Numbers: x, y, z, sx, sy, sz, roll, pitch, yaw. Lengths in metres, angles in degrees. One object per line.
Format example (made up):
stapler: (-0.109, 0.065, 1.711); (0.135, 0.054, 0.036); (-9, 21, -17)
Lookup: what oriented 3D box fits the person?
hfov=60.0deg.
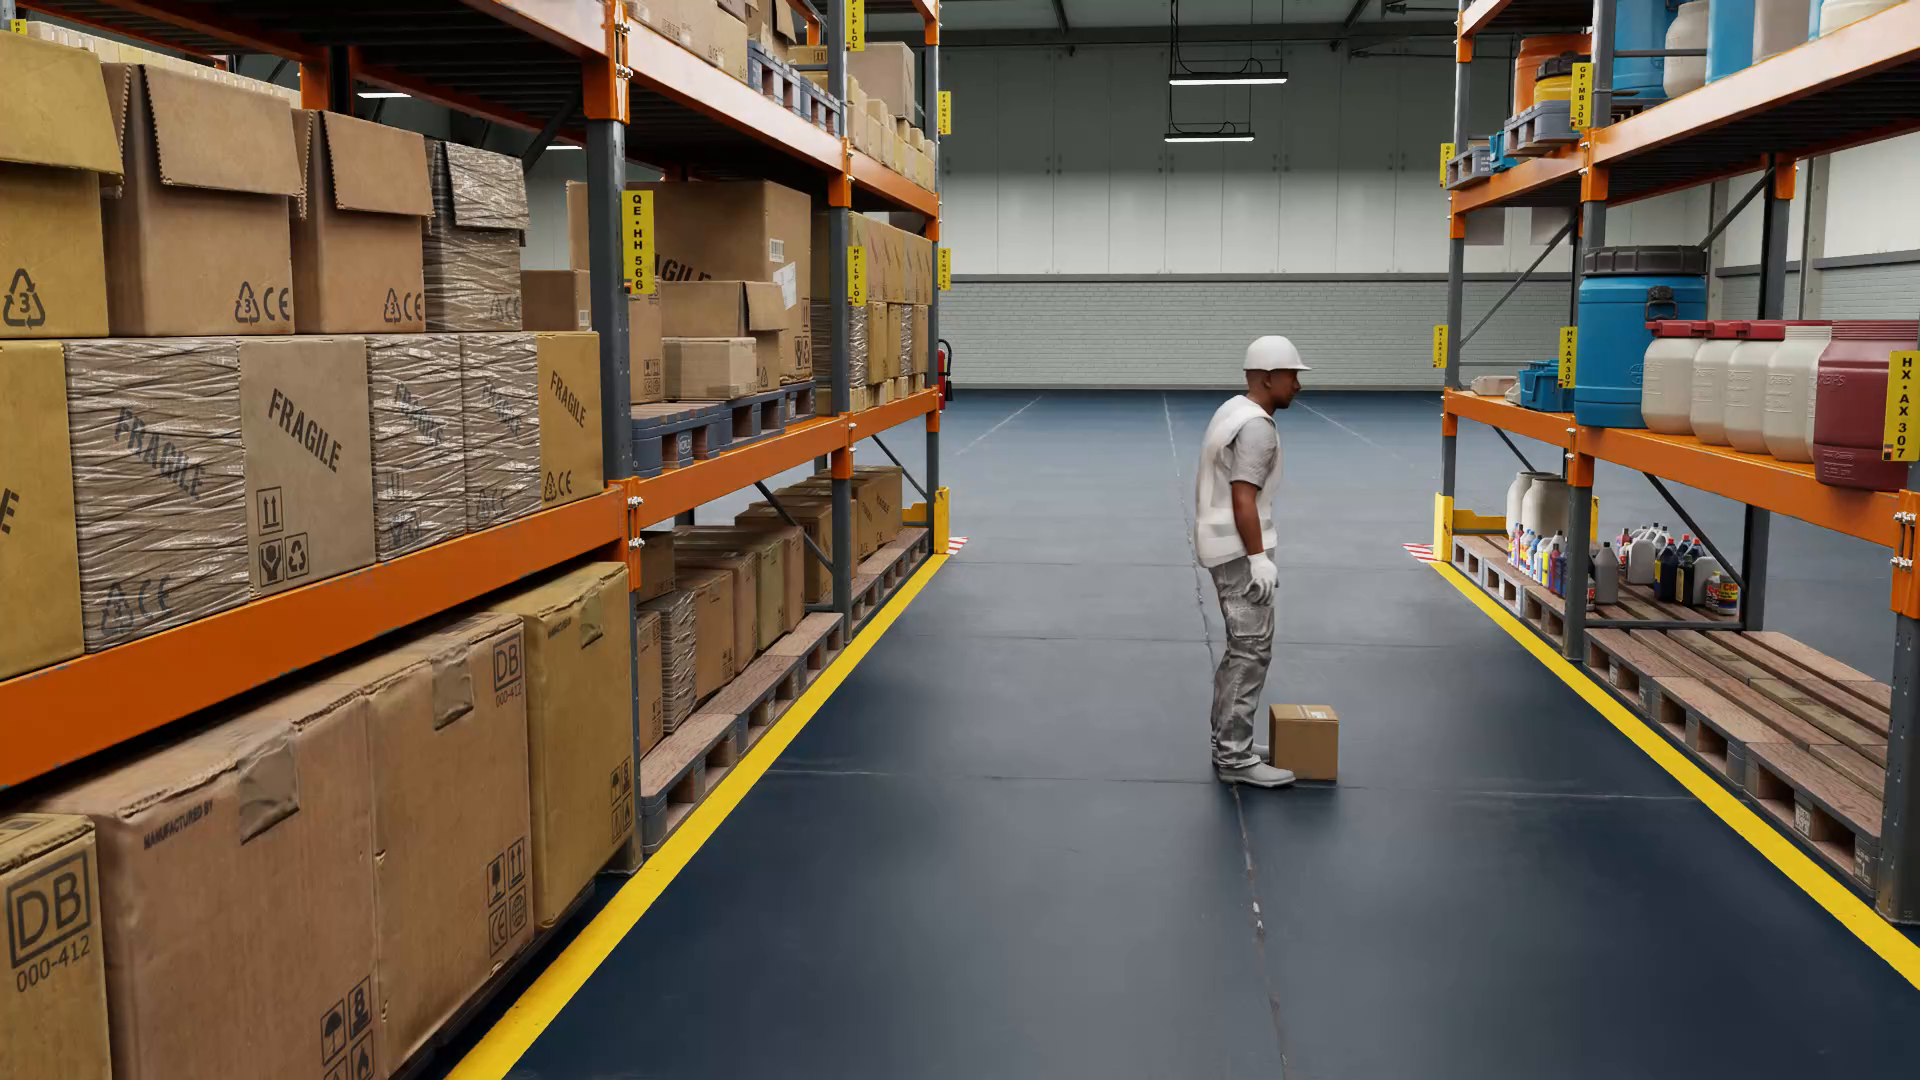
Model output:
person: (1.177, 0.070, 6.719); (0.453, 1.774, 0.622); (1, 8, 6)
